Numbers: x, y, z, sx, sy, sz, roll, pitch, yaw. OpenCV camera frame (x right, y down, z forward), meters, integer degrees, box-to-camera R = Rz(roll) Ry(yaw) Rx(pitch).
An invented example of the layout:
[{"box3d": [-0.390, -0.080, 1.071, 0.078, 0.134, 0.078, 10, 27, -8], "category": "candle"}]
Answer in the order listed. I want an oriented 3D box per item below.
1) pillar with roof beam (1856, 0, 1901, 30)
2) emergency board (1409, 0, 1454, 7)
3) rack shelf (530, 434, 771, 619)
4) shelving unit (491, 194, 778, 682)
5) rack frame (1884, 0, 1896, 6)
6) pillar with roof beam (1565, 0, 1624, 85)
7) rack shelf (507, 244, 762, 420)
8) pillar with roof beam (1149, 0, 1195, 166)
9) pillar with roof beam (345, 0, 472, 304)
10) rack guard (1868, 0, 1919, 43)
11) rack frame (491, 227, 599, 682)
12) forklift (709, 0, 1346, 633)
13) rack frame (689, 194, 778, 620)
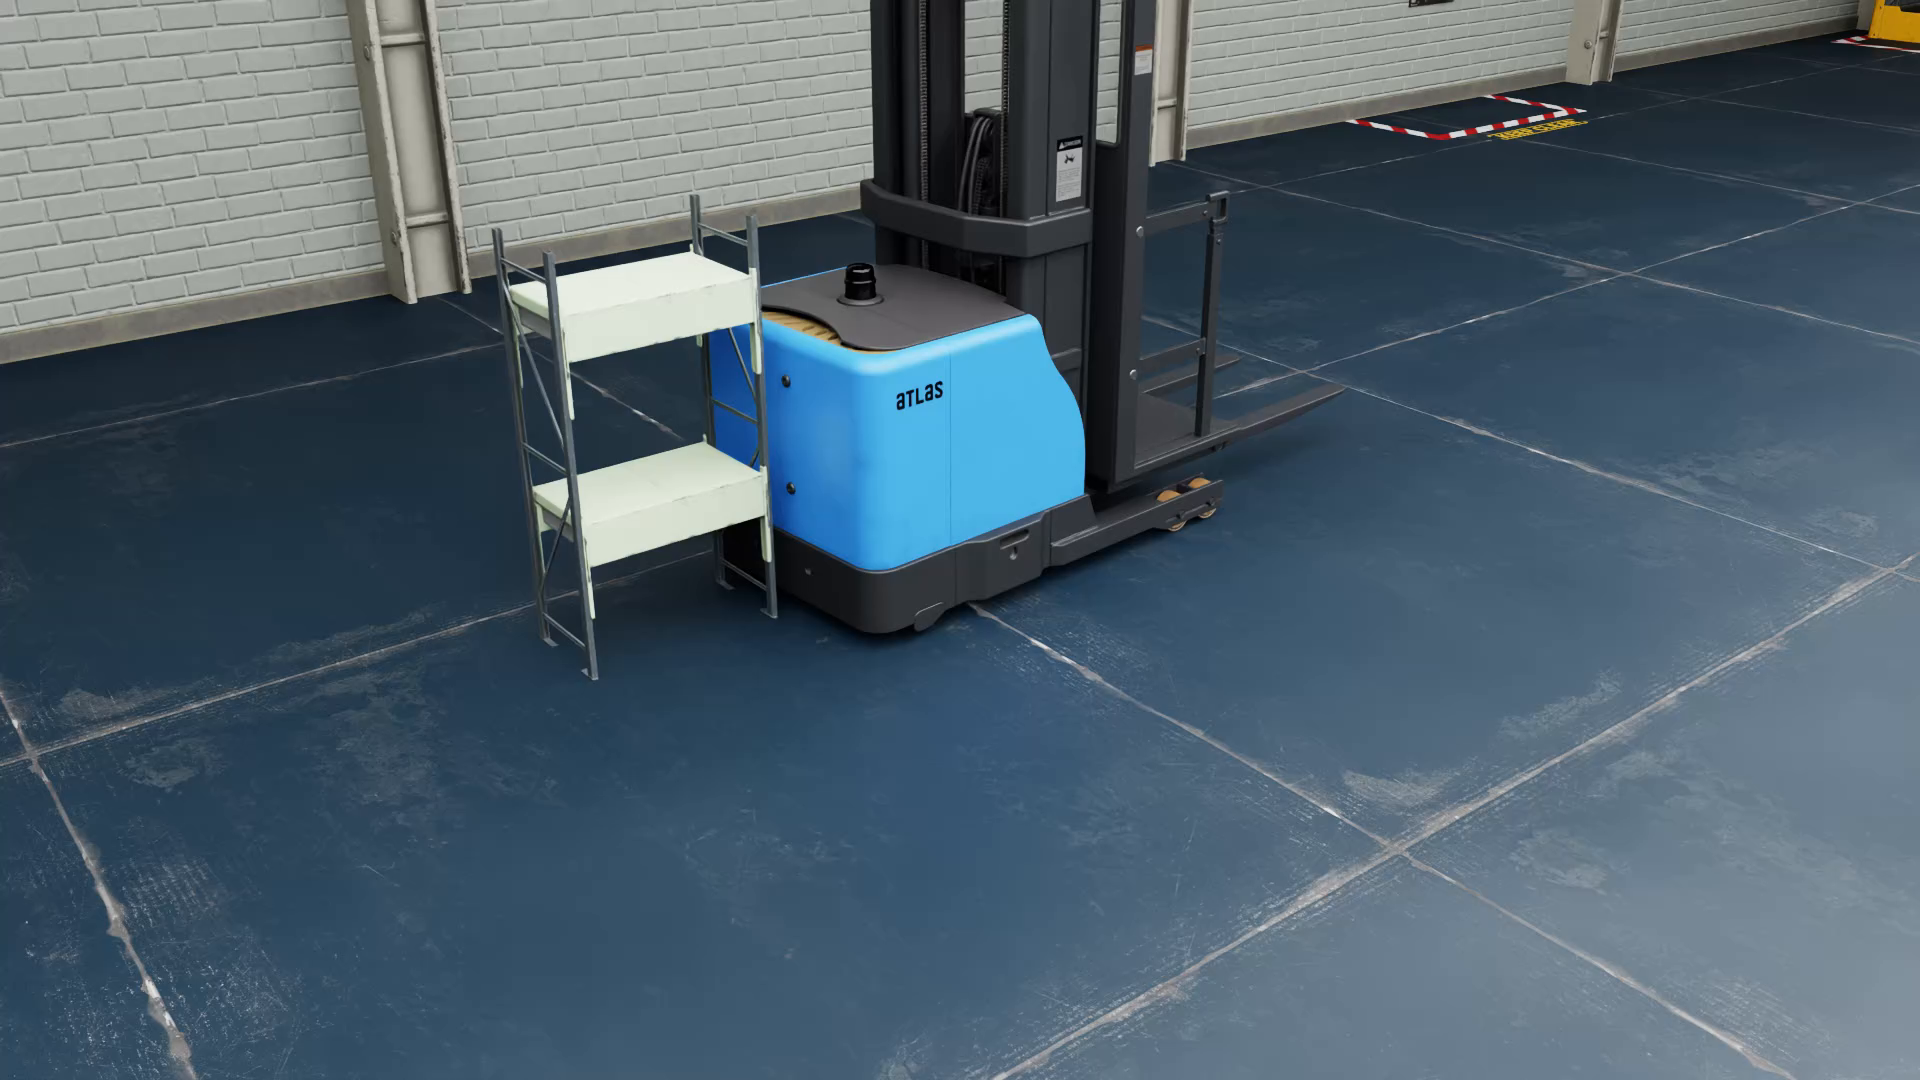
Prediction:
[{"box3d": [13.657, -8.812, 15.048, 0.400, 9.000, 9.100, -18, 31, -34], "category": "pillar with roof beam"}, {"box3d": [4.293, -5.333, 14.678, 0.626, 1.169, 0.157, -18, 31, -34], "category": "emergency board"}, {"box3d": [-1.091, -0.063, 5.878, 0.720, 0.370, 0.431, -19, 31, -35], "category": "rack shelf"}, {"box3d": [-1.091, -0.359, 5.741, 0.755, 1.500, 0.431, -19, 31, -35], "category": "shelving unit"}, {"box3d": [10.983, -7.049, 18.375, 0.127, 3.000, 1.000, -18, 31, -34], "category": "rack frame"}, {"box3d": [8.935, -7.254, 11.690, 0.400, 9.000, 9.100, -18, 31, -34], "category": "pillar with roof beam"}, {"box3d": [-1.091, -0.713, 5.577, 0.720, 0.370, 0.431, -19, 31, -35], "category": "rack shelf"}, {"box3d": [4.214, -5.695, 8.332, 0.400, 9.000, 9.100, -18, 31, -34], "category": "pillar with roof beam"}, {"box3d": [-0.508, -4.136, 4.973, 0.400, 9.000, 9.100, -18, 31, -34], "category": "pillar with roof beam"}, {"box3d": [11.043, -5.935, 18.944, 0.348, 0.500, 1.175, -18, 31, -34], "category": "rack guard"}, {"box3d": [-1.376, -0.262, 5.533, 0.023, 1.500, 0.400, -19, 31, -35], "category": "rack frame"}, {"box3d": [0.463, -1.509, 6.520, 3.031, 2.935, 1.130, -21, 32, -38], "category": "forklift"}, {"box3d": [-0.806, -0.455, 5.949, 0.023, 1.500, 0.400, -19, 31, -35], "category": "rack frame"}]
